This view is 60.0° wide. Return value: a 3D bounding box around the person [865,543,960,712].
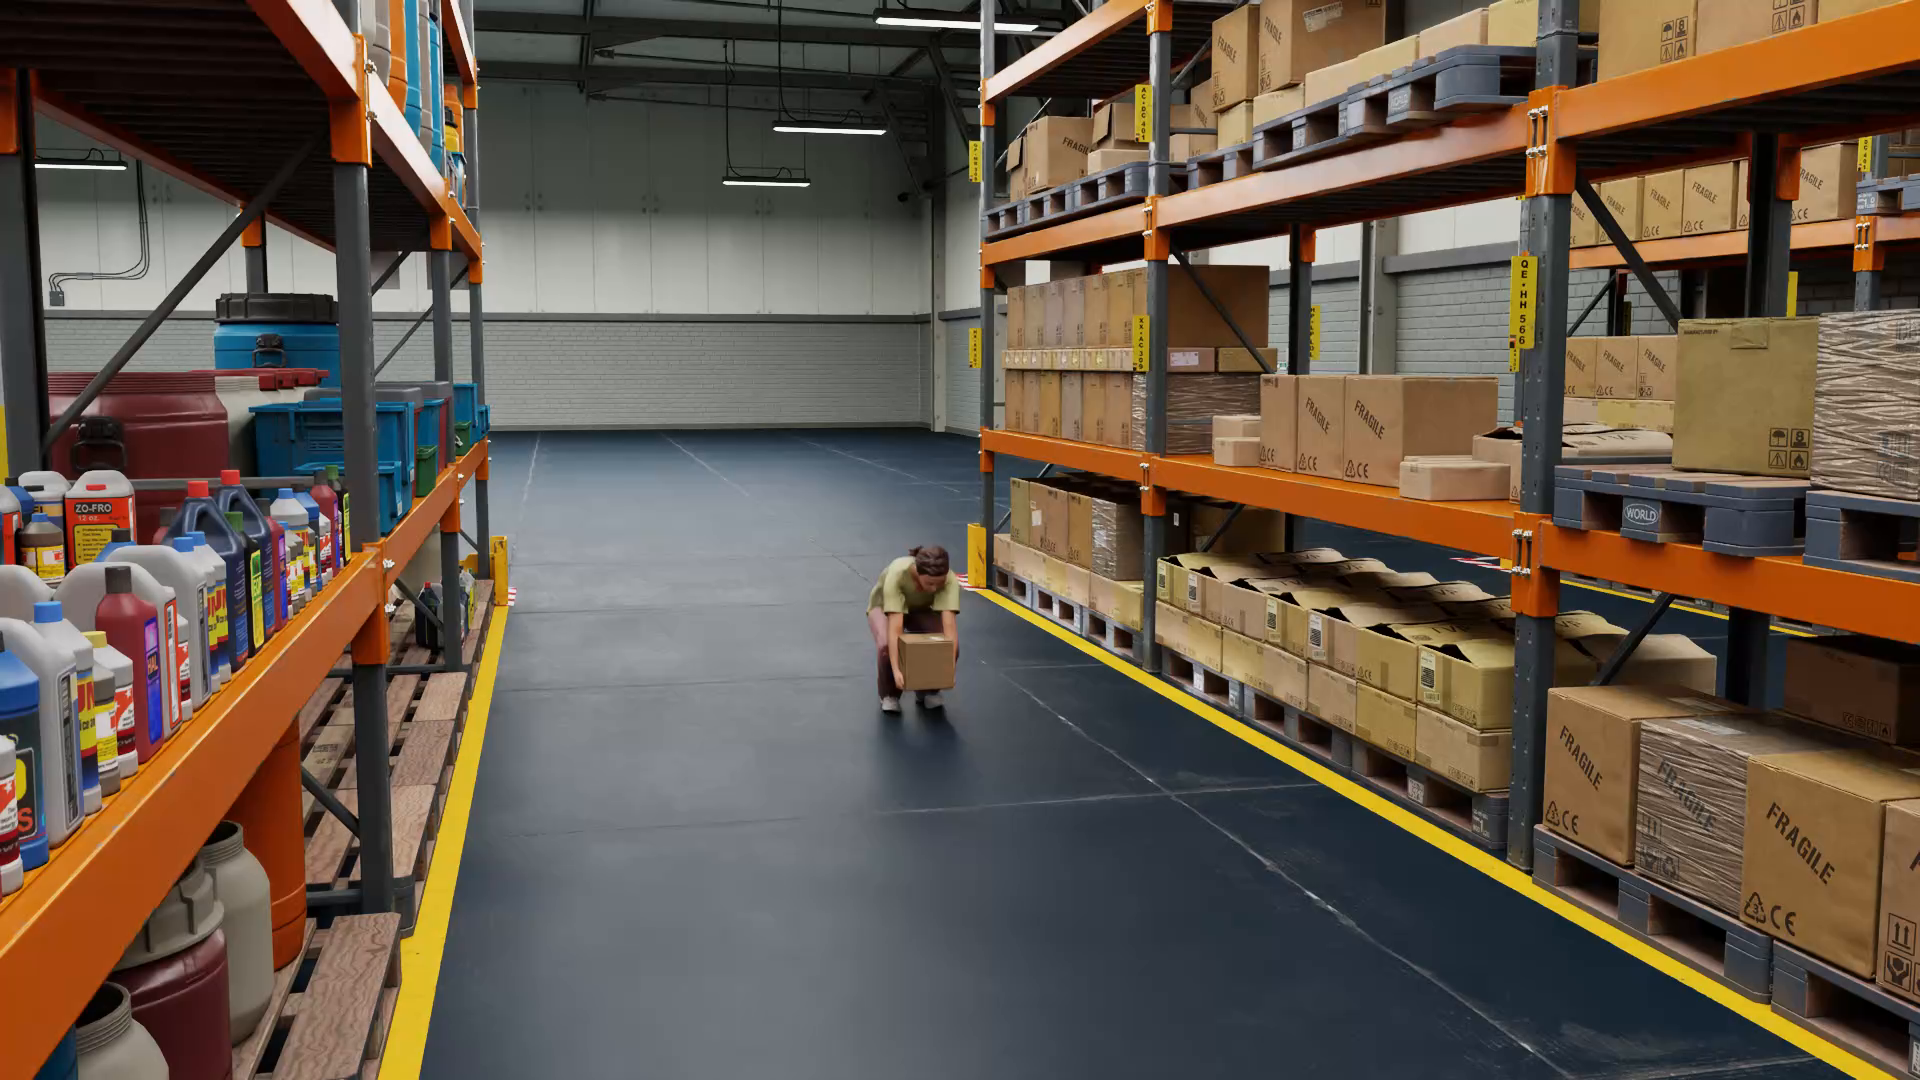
[{"bbox_3d":[-0.246,0.457,8.899,0.452,0.934,0.817,-2,6,-15],"label":"person"}]
